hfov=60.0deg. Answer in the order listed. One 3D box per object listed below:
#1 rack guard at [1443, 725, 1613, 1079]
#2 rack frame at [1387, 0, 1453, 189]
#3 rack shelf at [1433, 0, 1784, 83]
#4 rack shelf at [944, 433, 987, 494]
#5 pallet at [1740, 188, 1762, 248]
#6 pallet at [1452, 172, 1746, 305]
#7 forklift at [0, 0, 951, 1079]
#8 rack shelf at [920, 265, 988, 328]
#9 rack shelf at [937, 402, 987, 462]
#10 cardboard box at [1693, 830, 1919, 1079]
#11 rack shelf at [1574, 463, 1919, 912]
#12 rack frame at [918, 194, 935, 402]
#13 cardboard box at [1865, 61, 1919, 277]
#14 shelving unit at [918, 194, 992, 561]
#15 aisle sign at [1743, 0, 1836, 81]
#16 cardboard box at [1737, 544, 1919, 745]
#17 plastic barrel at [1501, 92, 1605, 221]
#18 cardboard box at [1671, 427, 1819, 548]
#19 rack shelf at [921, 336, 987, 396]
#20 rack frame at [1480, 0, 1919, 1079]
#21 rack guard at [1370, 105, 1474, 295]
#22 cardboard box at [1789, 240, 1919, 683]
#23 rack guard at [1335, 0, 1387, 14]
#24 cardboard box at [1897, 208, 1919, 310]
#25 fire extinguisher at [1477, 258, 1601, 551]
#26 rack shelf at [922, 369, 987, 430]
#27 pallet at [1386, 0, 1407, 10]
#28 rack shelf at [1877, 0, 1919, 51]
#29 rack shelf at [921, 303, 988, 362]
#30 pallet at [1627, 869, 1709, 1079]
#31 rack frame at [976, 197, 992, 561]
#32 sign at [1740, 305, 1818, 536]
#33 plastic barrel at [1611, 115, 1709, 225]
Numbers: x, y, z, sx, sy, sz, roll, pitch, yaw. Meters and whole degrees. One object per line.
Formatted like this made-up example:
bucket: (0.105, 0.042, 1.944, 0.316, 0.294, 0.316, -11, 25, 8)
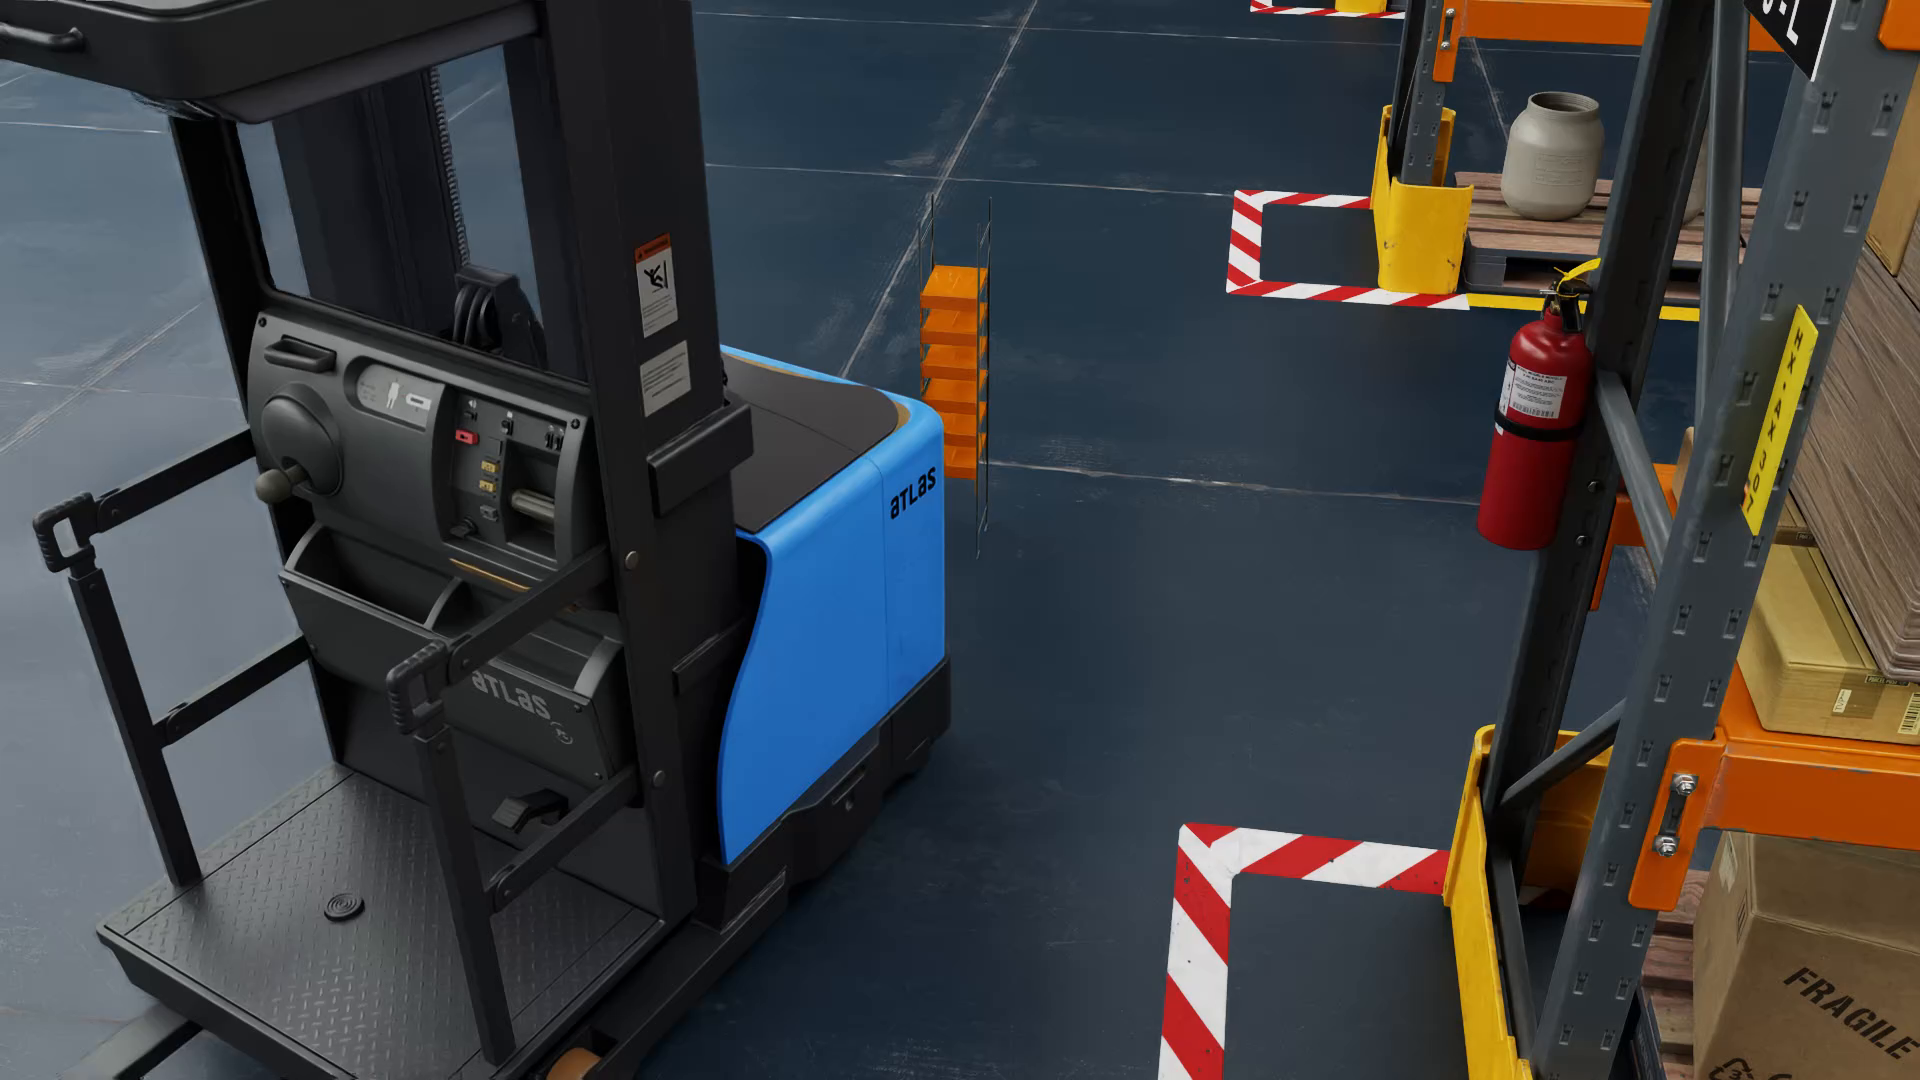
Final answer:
rack guard: (1.333, 0.981, 3.712, 0.348, 0.500, 1.175, 5, 32, 8)
rack frame: (2.091, -2.676, 7.198, 0.127, 3.000, 1.000, 5, 32, 8)
rack shelf: (4.063, -2.192, 7.103, 4.000, 0.370, 1.077, 5, 32, 8)
rack shelf: (-0.014, -0.269, 5.585, 0.180, 0.103, 0.258, 5, 32, 8)
pallet: (4.173, -1.326, 7.670, 1.213, 0.211, 1.003, 5, 32, 8)
pallet: (2.974, -1.436, 7.846, 1.213, 0.211, 1.003, 5, 32, 8)
forklift: (-1.222, -0.143, 3.216, 1.130, 2.935, 3.031, 18, 36, 26)
rack shelf: (-0.014, -0.777, 5.266, 0.180, 0.103, 0.258, 5, 32, 8)
rack shelf: (-0.014, -0.370, 5.521, 0.180, 0.103, 0.258, 5, 32, 8)
cardboard box: (1.871, 0.861, 3.508, 0.500, 0.500, 0.500, 11, 34, 17)
rack shelf: (3.229, 0.398, 2.965, 4.000, 0.370, 1.077, 5, 32, 8)
rack frame: (-0.104, -0.518, 5.447, 0.006, 1.200, 0.240, 5, 32, 8)
cardboard box: (1.842, -0.758, 2.817, 0.500, 0.500, 0.500, 5, 32, 8)
shelving unit: (-0.014, -0.510, 5.434, 0.189, 1.200, 0.258, 5, 32, 8)
aisle sign: (1.146, -1.036, 2.128, 0.004, 0.787, 0.394, 5, 32, 8)
cardboard box: (1.499, 0.171, 2.886, 0.250, 0.149, 0.380, 5, 32, 8)
plastic barrel: (2.753, -1.780, 7.716, 0.421, 0.512, 0.421, 0, 32, 0)
cardboard box: (1.574, -0.061, 3.258, 0.250, 0.149, 0.380, 5, 32, 8)
rack shelf: (-0.014, -0.574, 5.394, 0.180, 0.103, 0.258, 5, 32, 8)
rack frame: (1.258, -0.085, 3.059, 0.127, 3.000, 1.000, 5, 32, 8)
rack guard: (2.174, -1.634, 7.889, 0.348, 0.500, 1.175, 5, 32, 8)
cardboard box: (1.795, -0.190, 2.852, 0.500, 0.500, 0.875, 5, 32, 8)
rack guard: (2.905, -4.209, 12.003, 0.348, 0.500, 1.175, 5, 32, 8)
cardboard box: (1.754, -0.486, 2.382, 0.500, 0.500, 0.500, 5, 32, 8)
fire extinguisher: (1.223, -0.304, 3.481, 0.183, 0.674, 0.296, 5, 32, 8)
rack shelf: (-0.014, -0.472, 5.457, 0.180, 0.103, 0.258, 5, 32, 8)
pallet: (3.689, -4.038, 12.002, 1.213, 0.211, 1.003, 5, 32, 8)
rack shelf: (3.229, -0.873, 2.169, 4.000, 0.370, 1.077, 5, 32, 8)
rack shelf: (-0.014, -0.676, 5.330, 0.180, 0.103, 0.258, 5, 32, 8)
pallet: (2.128, 1.194, 3.643, 1.213, 0.211, 1.003, 5, 32, 8)
rack frame: (0.076, -0.502, 5.421, 0.006, 1.200, 0.240, 5, 32, 8)
sign: (1.167, -0.169, 2.376, 0.005, 0.325, 0.100, 5, 32, 8)
plastic barrel: (3.247, -1.736, 7.645, 0.421, 0.512, 0.421, 0, 32, 0)
